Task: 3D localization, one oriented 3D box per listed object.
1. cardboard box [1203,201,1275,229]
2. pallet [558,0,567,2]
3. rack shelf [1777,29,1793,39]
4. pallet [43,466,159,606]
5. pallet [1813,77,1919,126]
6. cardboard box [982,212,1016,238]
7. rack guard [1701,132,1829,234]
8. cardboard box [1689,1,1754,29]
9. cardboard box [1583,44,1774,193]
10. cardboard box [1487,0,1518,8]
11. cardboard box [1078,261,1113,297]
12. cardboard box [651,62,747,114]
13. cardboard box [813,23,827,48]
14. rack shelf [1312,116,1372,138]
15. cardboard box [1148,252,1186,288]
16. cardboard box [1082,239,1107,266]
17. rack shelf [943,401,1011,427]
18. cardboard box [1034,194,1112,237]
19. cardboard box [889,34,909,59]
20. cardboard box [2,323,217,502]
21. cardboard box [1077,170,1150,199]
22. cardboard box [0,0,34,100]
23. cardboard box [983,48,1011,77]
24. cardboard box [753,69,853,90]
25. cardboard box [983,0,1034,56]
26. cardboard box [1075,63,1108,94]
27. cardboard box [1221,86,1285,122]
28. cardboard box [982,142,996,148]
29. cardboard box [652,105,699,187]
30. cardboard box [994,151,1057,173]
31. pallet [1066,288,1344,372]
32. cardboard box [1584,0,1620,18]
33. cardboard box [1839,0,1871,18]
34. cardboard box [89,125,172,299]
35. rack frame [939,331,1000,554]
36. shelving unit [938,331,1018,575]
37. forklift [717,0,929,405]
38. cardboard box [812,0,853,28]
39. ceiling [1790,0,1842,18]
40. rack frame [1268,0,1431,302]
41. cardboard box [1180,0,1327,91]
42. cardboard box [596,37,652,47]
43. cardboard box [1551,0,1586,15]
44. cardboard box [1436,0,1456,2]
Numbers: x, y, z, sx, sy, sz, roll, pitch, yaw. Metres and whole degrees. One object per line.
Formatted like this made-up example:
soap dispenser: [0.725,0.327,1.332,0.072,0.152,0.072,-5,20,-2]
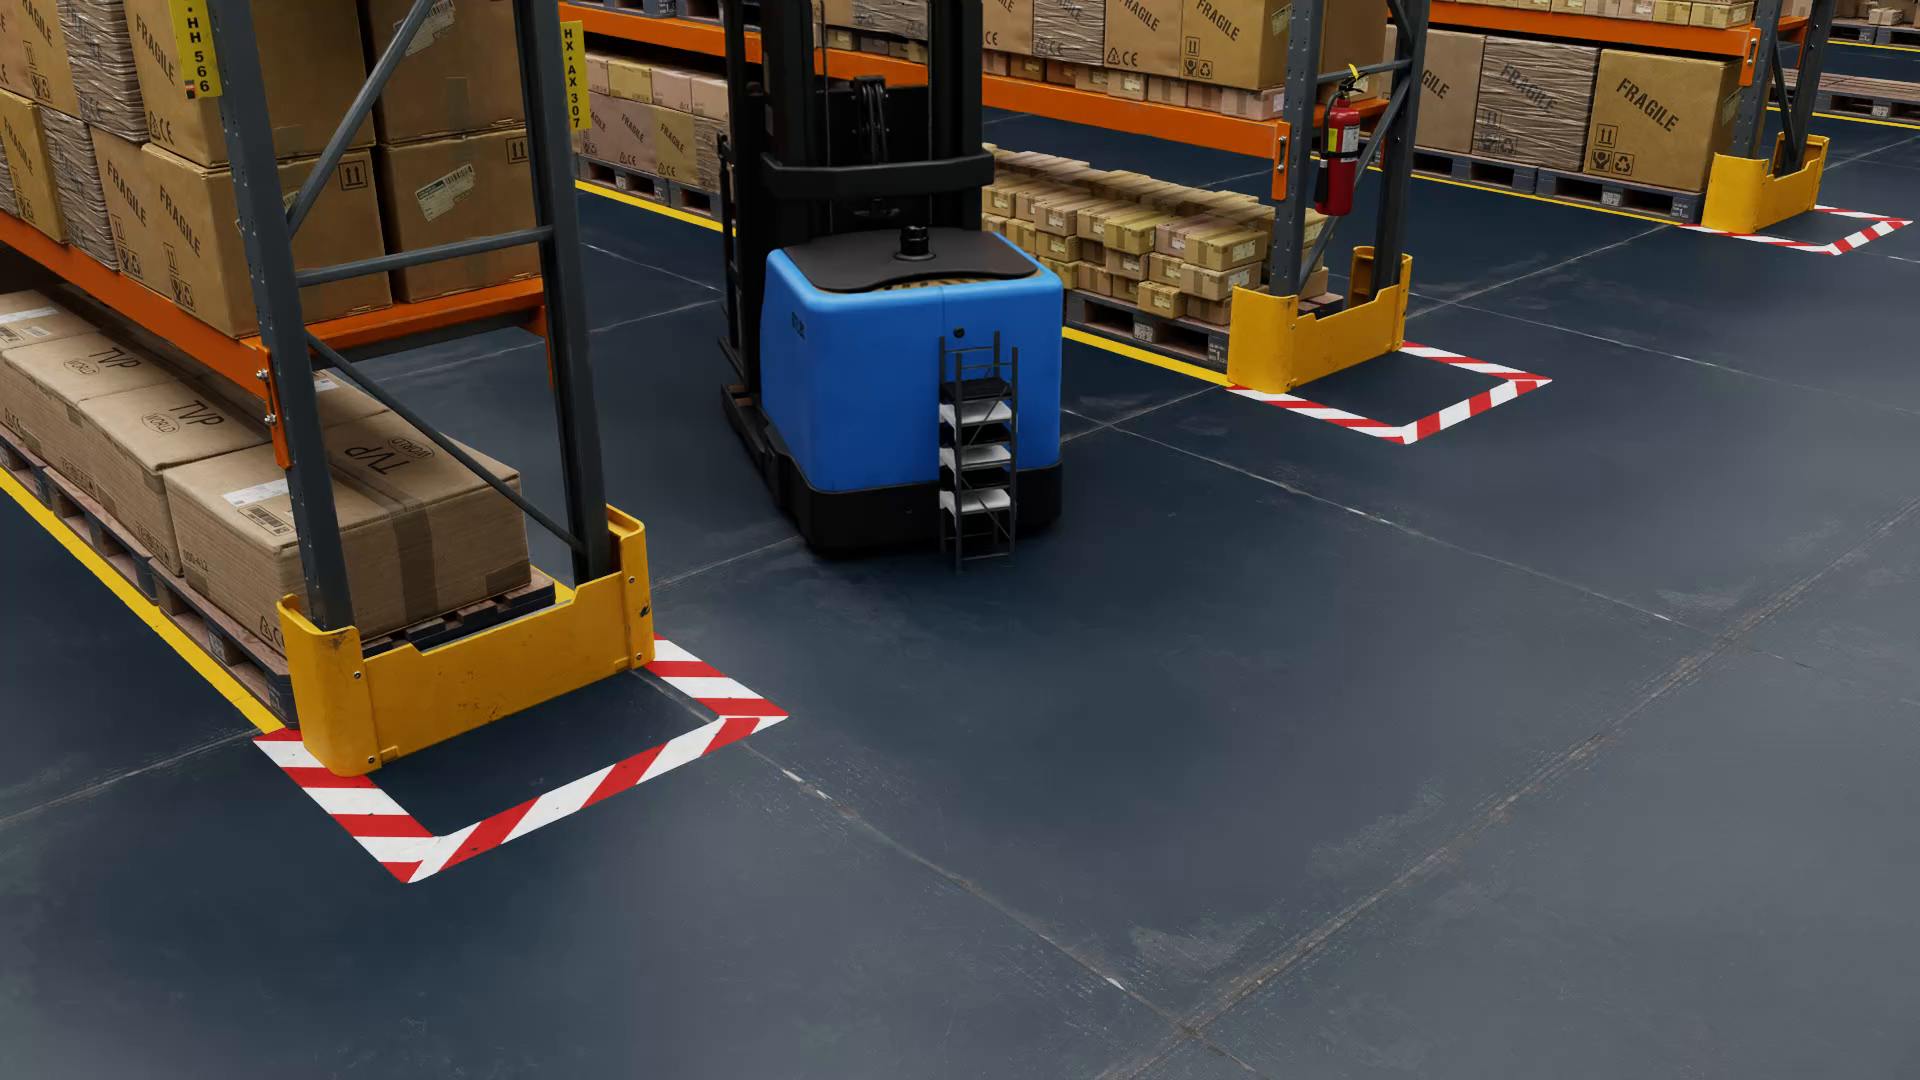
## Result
cardboard box: [1.553,-1.748,9.180,0.380,0.149,0.250,-21,32,-38]
pallet: [-2.963,-4.430,13.077,1.213,0.211,1.003,-21,32,-38]
rack shelf: [4.262,-3.999,12.596,0.831,0.071,3.687,-21,32,-38]
pallet: [-3.038,-0.165,6.857,1.003,0.211,1.213,-21,32,-38]
pallet: [0.626,-1.559,9.913,21.016,0.211,3.492,-21,32,-38]
cardboard box: [0.281,-1.856,9.774,0.380,0.149,0.250,-21,32,-38]
rack guard: [5.646,-2.511,11.651,1.175,0.500,0.348,-21,32,-38]
cardboard box: [5.146,-3.555,11.232,0.274,0.149,0.395,22,32,39]
cardboard box: [5.134,-3.051,11.877,0.875,0.875,0.875,-21,32,-38]
cardboard box: [4.101,-4.019,12.247,0.380,0.149,0.250,-20,32,-37]
cardboard box: [0.882,-1.498,9.348,0.380,0.149,0.250,-21,32,-38]
cardboard box: [-1.829,-3.199,11.751,0.500,0.250,0.500,-19,31,-36]
cardboard box: [-0.840,-3.198,10.448,0.380,0.149,0.250,-20,31,-37]
rack shelf: [0.573,-2.622,9.579,0.831,0.071,3.687,-21,32,-38]
cardboard box: [1.231,-1.482,8.954,0.380,0.149,0.250,-22,33,-40]
cardboard box: [0.906,-1.655,9.333,0.380,0.149,0.250,-22,32,-39]
rack shelf: [-0.334,-5.149,12.433,4.033,3.443,14.716,-8,26,-16]
cardboard box: [0.638,-1.829,9.357,0.380,0.149,0.250,-20,31,-37]
cardboard box: [-0.207,-2.991,9.994,0.250,0.149,0.380,22,33,39]
cardboard box: [-3.375,-0.589,7.009,0.875,0.438,0.875,-22,33,-40]
cardboard box: [0.916,-2.092,9.933,0.380,0.149,0.250,-21,32,-38]
cardboard box: [-3.164,-1.876,5.924,0.500,0.500,0.500,-22,32,-39]
cardboard box: [0.313,-2.744,9.454,0.380,0.149,0.250,-20,31,-37]
cardboard box: [-1.106,-3.184,11.719,0.500,0.250,0.500,22,33,39]
cardboard box: [0.410,-2.985,9.201,0.500,0.500,0.500,-19,31,-36]
cardboard box: [0.836,-2.500,8.918,0.250,0.149,0.380,22,33,39]
cardboard box: [1.511,-2.183,8.224,0.380,0.149,0.250,-21,32,-38]
cardboard box: [0.018,-2.482,10.788,0.380,0.149,0.250,-22,32,-39]
cardboard box: [-1.834,-2.853,11.895,0.500,0.500,0.500,-22,33,-40]
cardboard box: [0.391,-2.325,10.445,0.250,0.149,0.380,22,32,39]
pallet: [1.358,-1.289,9.322,1.003,0.211,1.213,-21,32,-38]
cardboard box: [4.625,-3.786,11.738,0.380,0.149,0.250,-21,32,-38]
cardboard box: [10.726,-6.647,20.188,0.500,0.500,0.500,-21,32,-38]
cardboard box: [-2.459,-1.117,5.463,0.500,0.500,0.500,-22,33,-39]
rack frame: [0.037,-0.370,6.478,0.240,0.900,0.006,-8,26,-16]
shelving unit: [-0.341,-4.871,12.551,4.052,4.048,14.726,-8,26,-16]
forklift: [-3.636,-2.661,6.309,7.407,5.209,9.711,-8,26,-16]
cardboard box: [-0.640,-3.450,10.219,0.500,0.500,0.500,-22,32,-39]
ceiling: [10.258,-6.465,20.016,0.500,0.311,0.500,-21,32,-38]
rack frame: [1.940,-2.279,8.131,1.000,3.000,0.127,-21,32,-38]
cardboard box: [1.445,-2.523,8.187,0.500,0.500,0.500,-20,32,-37]
cardboard box: [-2.516,-3.815,13.100,0.500,0.250,0.500,-21,32,-38]
cardboard box: [4.446,-3.864,11.909,0.273,0.149,0.395,21,32,38]
cardboard box: [3.741,-4.176,12.593,0.380,0.149,0.250,-21,32,-38]
